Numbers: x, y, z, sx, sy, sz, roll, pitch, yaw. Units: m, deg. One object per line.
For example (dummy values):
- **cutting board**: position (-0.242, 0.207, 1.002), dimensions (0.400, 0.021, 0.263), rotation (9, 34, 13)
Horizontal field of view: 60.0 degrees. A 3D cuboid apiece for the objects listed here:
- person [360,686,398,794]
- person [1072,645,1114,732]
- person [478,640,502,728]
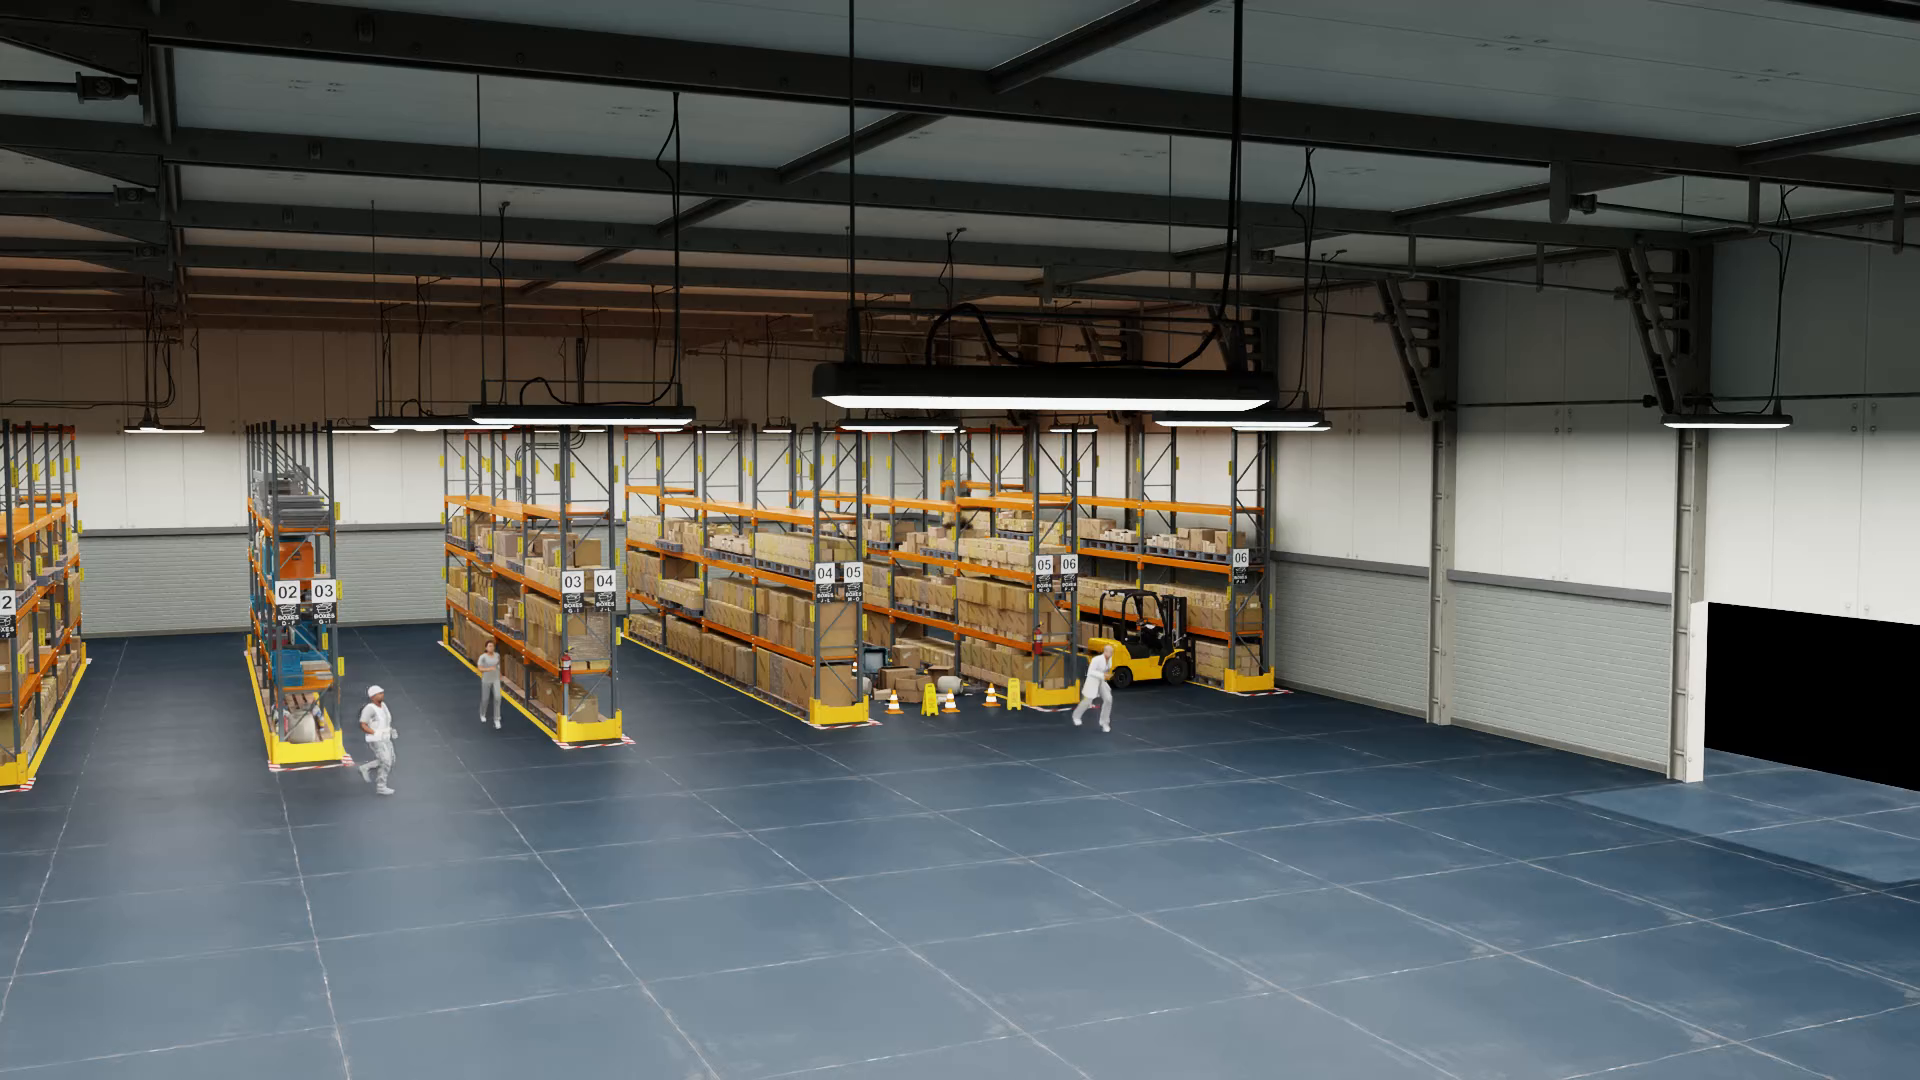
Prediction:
- **person**: position (-9.365, 3.196, 26.617), dimensions (0.616, 1.740, 0.683), rotation (0, 4, 5)
- **person**: position (2.616, 2.879, 32.472), dimensions (1.069, 1.744, 0.752), rotation (3, 5, 44)
- **person**: position (-9.283, 2.814, 32.810), dimensions (0.535, 1.697, 0.909), rotation (-2, 4, -33)
